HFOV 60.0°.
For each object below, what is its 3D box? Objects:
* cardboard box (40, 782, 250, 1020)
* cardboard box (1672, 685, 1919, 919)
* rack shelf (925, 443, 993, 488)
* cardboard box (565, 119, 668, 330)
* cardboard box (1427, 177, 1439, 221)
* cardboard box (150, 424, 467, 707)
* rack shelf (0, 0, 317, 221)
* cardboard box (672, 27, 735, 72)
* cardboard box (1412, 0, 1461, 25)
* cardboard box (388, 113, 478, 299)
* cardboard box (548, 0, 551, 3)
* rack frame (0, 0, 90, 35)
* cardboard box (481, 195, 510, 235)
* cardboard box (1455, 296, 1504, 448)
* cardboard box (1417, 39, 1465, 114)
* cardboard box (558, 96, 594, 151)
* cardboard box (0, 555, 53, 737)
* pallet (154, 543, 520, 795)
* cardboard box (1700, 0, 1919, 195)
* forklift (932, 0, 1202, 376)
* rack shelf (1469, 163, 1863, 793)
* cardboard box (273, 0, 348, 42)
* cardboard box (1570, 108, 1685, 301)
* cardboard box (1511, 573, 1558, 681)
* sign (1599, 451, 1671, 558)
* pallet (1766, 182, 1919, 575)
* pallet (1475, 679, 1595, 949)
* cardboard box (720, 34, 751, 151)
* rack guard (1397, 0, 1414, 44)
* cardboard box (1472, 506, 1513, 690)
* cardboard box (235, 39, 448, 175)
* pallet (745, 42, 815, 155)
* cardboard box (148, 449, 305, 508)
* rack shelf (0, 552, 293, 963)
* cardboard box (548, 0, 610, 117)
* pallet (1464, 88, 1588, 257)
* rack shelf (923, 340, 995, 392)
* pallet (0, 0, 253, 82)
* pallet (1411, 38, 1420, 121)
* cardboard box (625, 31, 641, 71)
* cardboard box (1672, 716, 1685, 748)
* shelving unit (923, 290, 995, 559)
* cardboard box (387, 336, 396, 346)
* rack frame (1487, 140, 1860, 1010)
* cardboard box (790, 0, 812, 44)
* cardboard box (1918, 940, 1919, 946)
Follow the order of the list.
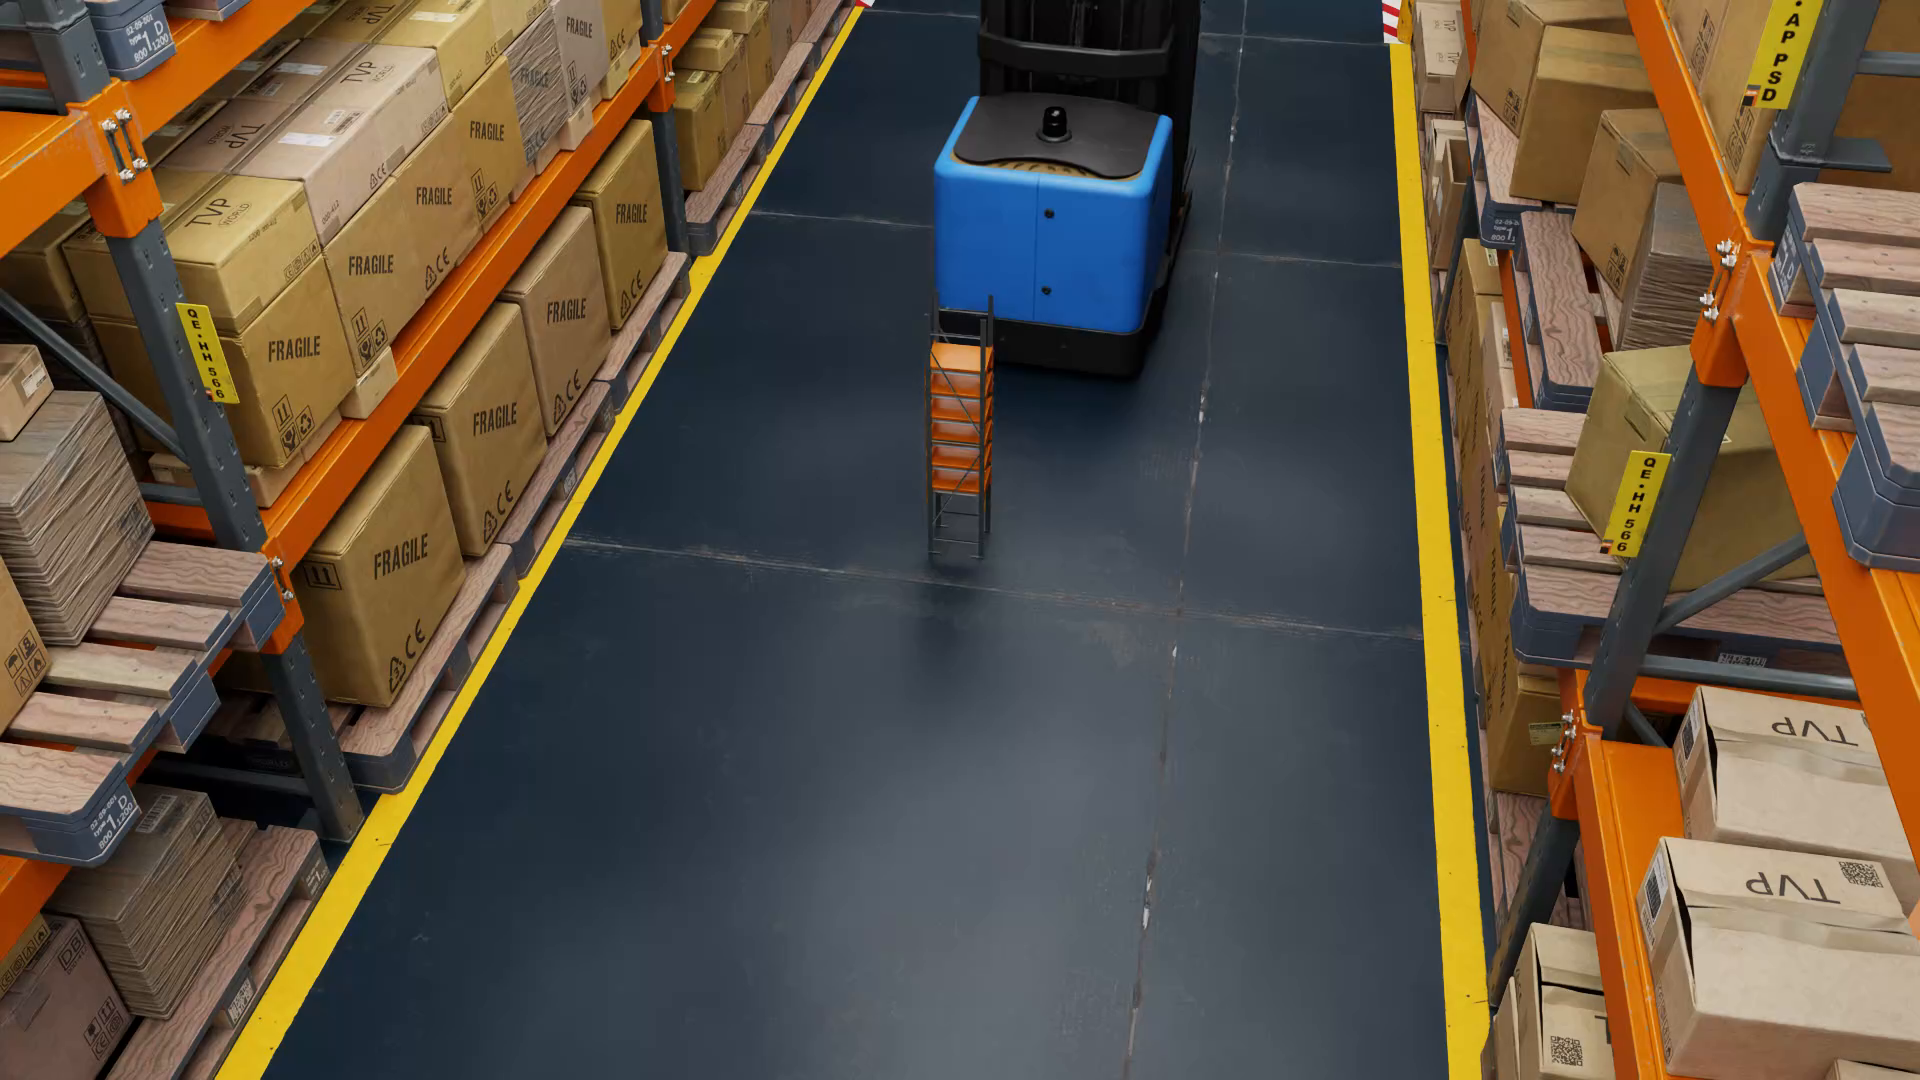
[{"bbox_3d":[-2.729,1.091,5.193,0.700,0.500,0.500,7,40,8],"label":"cardboard box"},{"bbox_3d":[2.118,0.641,4.191,0.500,0.311,0.500,9,40,10],"label":"cardboard box"},{"bbox_3d":[-0.002,-0.327,6.961,0.258,0.103,0.180,6,40,8],"label":"rack shelf"},{"bbox_3d":[-1.948,-1.582,8.167,0.750,0.750,0.750,7,40,8],"label":"cardboard box"},{"bbox_3d":[2.741,-1.829,9.000,0.380,0.149,0.250,6,40,8],"label":"cardboard box"},{"bbox_3d":[-2.399,0.059,6.182,0.750,0.750,0.750,6,40,7],"label":"cardboard box"},{"bbox_3d":[-2.310,-2.295,5.882,1.077,0.370,4.000,6,40,8],"label":"rack shelf"},{"bbox_3d":[-1.494,-2.772,9.372,0.380,0.149,0.250,8,40,9],"label":"cardboard box"},{"bbox_3d":[3.197,-3.483,11.001,0.380,0.149,0.250,6,40,8],"label":"cardboard box"},{"bbox_3d":[-2.133,-1.237,6.065,0.500,0.500,0.500,6,40,7],"label":"cardboard box"},{"bbox_3d":[-1.890,-2.480,6.979,0.500,0.250,0.500,7,40,9],"label":"cardboard box"},{"bbox_3d":[-2.656,-2.473,3.179,1.000,3.000,0.127,6,40,8],"label":"rack frame"},{"bbox_3d":[-2.063,-1.381,6.747,0.380,0.149,0.250,8,40,9],"label":"cardboard box"},{"bbox_3d":[2.511,-0.721,7.384,0.500,0.500,0.500,7,40,8],"label":"cardboard box"},{"bbox_3d":[3.062,-2.810,10.107,0.500,0.250,0.500,6,40,8],"label":"cardboard box"},{"bbox_3d":[-1.841,-1.848,7.312,0.380,0.149,0.250,6,40,8],"label":"cardboard box"},{"bbox_3d":[-2.797,0.281,4.132,0.700,0.500,0.500,3,40,3],"label":"cardboard box"},{"bbox_3d":[-2.445,0.427,6.567,1.003,0.211,1.213,6,40,8],"label":"pallet"},{"bbox_3d":[2.266,-1.089,3.781,0.910,0.500,0.500,6,40,8],"label":"cardboard box"},{"bbox_3d":[0.701,-2.875,8.427,1.130,2.935,3.031,9,40,10],"label":"forklift"},{"bbox_3d":[2.570,-0.595,6.180,1.077,0.370,4.000,6,40,8],"label":"rack shelf"},{"bbox_3d":[-2.560,-1.890,6.265,0.500,0.250,0.500,6,40,7],"label":"cardboard box"},{"bbox_3d":[2.671,-1.212,5.954,0.700,0.500,0.500,-3,40,-4],"label":"cardboard box"},{"bbox_3d":[2.160,0.239,5.634,0.500,0.250,0.500,8,40,9],"label":"cardboard box"},{"bbox_3d":[1.688,-0.086,4.154,0.100,0.325,0.005,6,40,8],"label":"sign"},{"bbox_3d":[2.195,-0.264,3.010,1.213,0.211,1.003,8,40,10],"label":"pallet"},{"bbox_3d":[2.390,0.993,5.883,1.003,0.211,1.213,6,40,8],"label":"pallet"},{"bbox_3d":[-1.643,-2.642,9.724,0.700,0.500,0.500,6,40,7],"label":"cardboard box"},{"bbox_3d":[3.595,-3.626,11.244,1.175,0.500,0.348,6,40,8],"label":"rack guard"},{"bbox_3d":[2.244,0.239,6.223,0.500,0.500,0.500,5,40,6],"label":"cardboard box"},{"bbox_3d":[-2.148,-1.519,5.817,0.500,0.250,0.500,7,40,8],"label":"cardboard box"},{"bbox_3d":[-1.546,-2.833,10.511,1.003,0.211,1.213,6,40,8],"label":"pallet"},{"bbox_3d":[-2.371,-0.253,5.383,0.380,0.149,0.250,6,40,7],"label":"cardboard box"},{"bbox_3d":[-3.002,1.372,3.801,1.077,0.370,4.000,6,40,8],"label":"rack shelf"},{"bbox_3d":[-1.874,-2.193,7.221,0.500,0.500,0.500,7,40,8],"label":"cardboard box"},{"bbox_3d":[2.670,-1.564,6.938,1.003,0.211,1.213,6,40,8],"label":"pallet"},{"bbox_3d":[-0.002,-0.697,6.656,0.258,0.103,0.180,6,40,8],"label":"rack shelf"},{"bbox_3d":[-2.596,-1.654,4.691,1.213,0.211,1.003,8,40,10],"label":"pallet"},{"bbox_3d":[3.458,-3.015,10.731,1.003,0.211,1.213,6,40,8],"label":"pallet"},{"bbox_3d":[-1.743,-2.339,7.906,0.380,0.149,0.250,7,40,8],"label":"cardboard box"},{"bbox_3d":[2.584,0.923,5.396,0.500,0.500,0.500,8,40,10],"label":"cardboard box"},{"bbox_3d":[-0.002,-0.453,6.857,0.258,1.200,0.189,6,40,8],"label":"shelving unit"},{"bbox_3d":[-2.267,-0.739,5.971,0.380,0.149,0.250,6,40,7],"label":"cardboard box"},{"bbox_3d":[2.224,0.383,4.433,1.000,3.000,0.127,6,40,8],"label":"rack frame"},{"bbox_3d":[-1.380,-3.616,10.901,0.700,0.500,0.500,6,40,8],"label":"cardboard box"},{"bbox_3d":[2.340,1.075,3.793,0.380,0.149,0.250,6,40,8],"label":"cardboard box"}]
